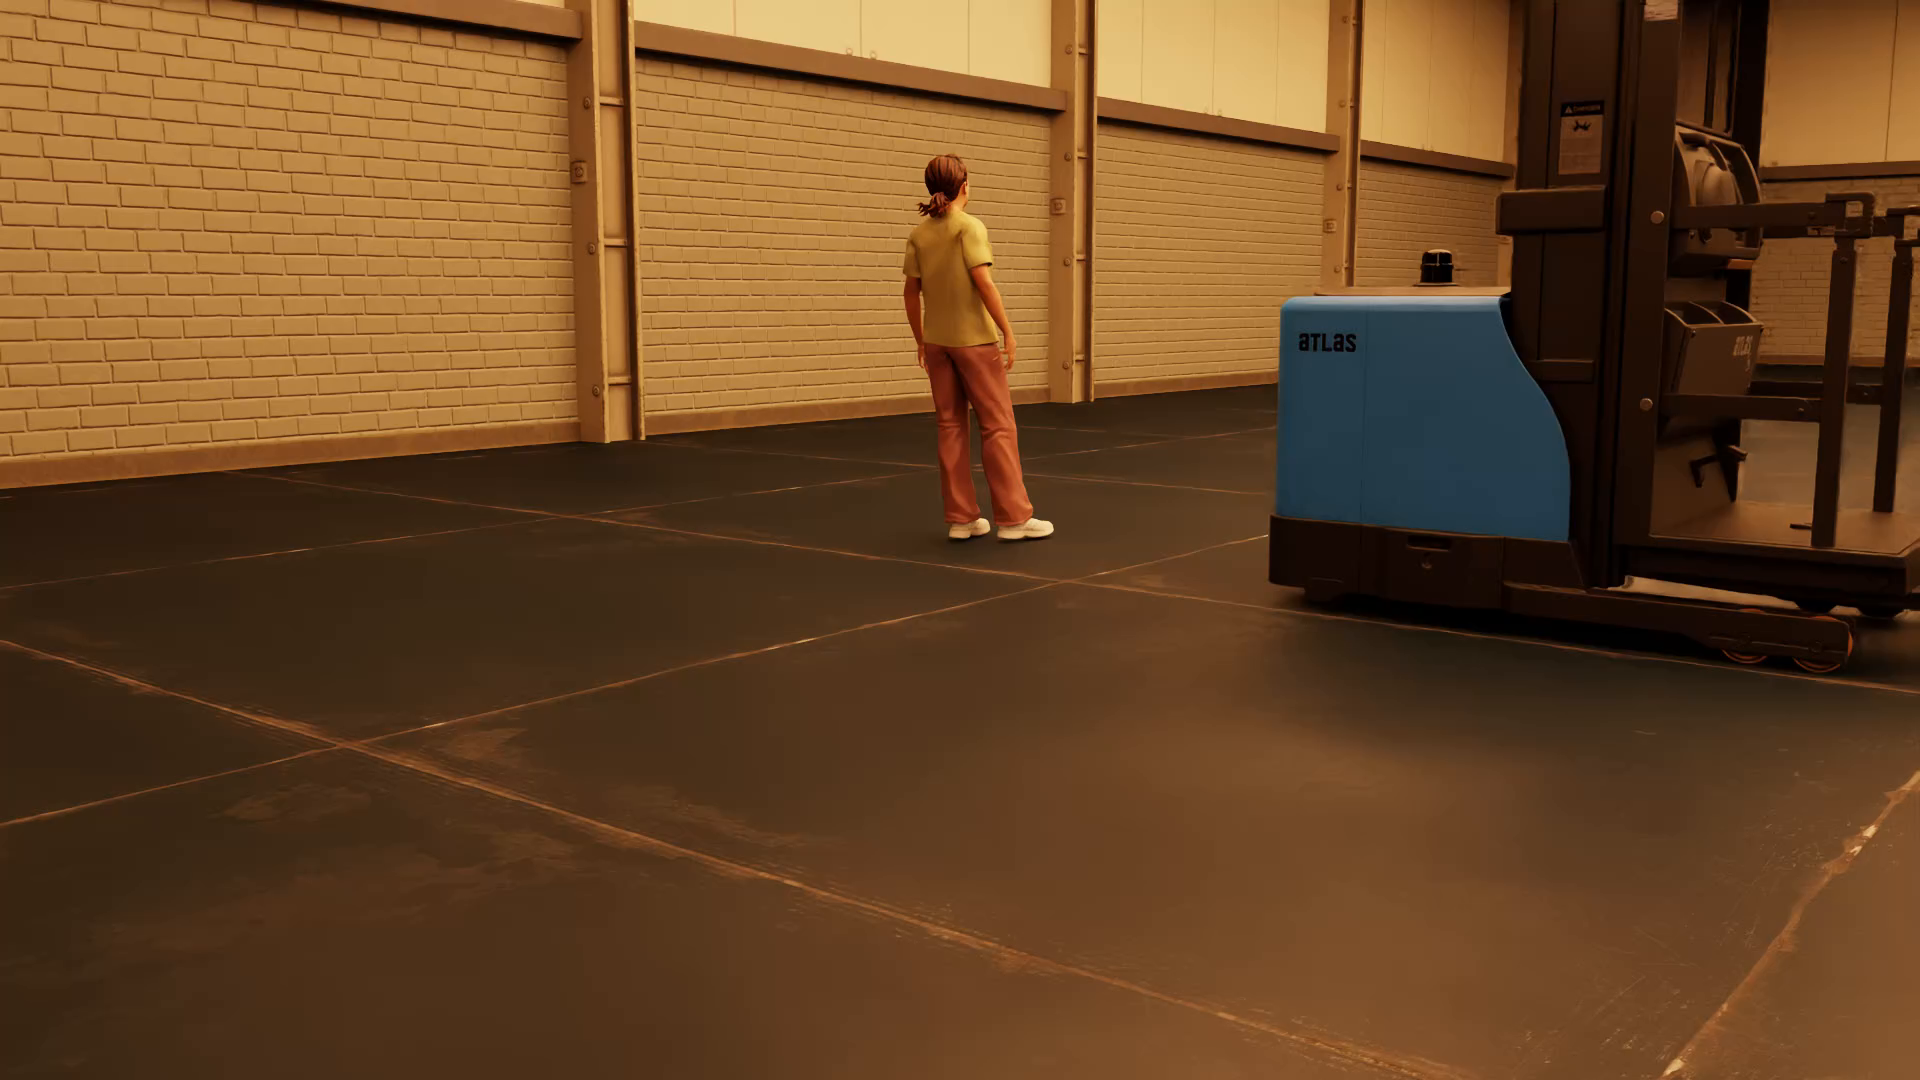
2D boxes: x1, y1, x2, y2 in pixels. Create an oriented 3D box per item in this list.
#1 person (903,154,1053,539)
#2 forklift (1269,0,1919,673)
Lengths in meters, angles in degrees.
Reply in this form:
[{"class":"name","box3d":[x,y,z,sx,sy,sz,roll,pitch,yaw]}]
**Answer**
[{"class":"person","box3d":[0.056,-0.844,7.332,0.553,1.673,0.548,7,11,38]},{"class":"forklift","box3d":[2.572,-1.154,5.167,3.031,2.935,1.130,6,10,37]}]
